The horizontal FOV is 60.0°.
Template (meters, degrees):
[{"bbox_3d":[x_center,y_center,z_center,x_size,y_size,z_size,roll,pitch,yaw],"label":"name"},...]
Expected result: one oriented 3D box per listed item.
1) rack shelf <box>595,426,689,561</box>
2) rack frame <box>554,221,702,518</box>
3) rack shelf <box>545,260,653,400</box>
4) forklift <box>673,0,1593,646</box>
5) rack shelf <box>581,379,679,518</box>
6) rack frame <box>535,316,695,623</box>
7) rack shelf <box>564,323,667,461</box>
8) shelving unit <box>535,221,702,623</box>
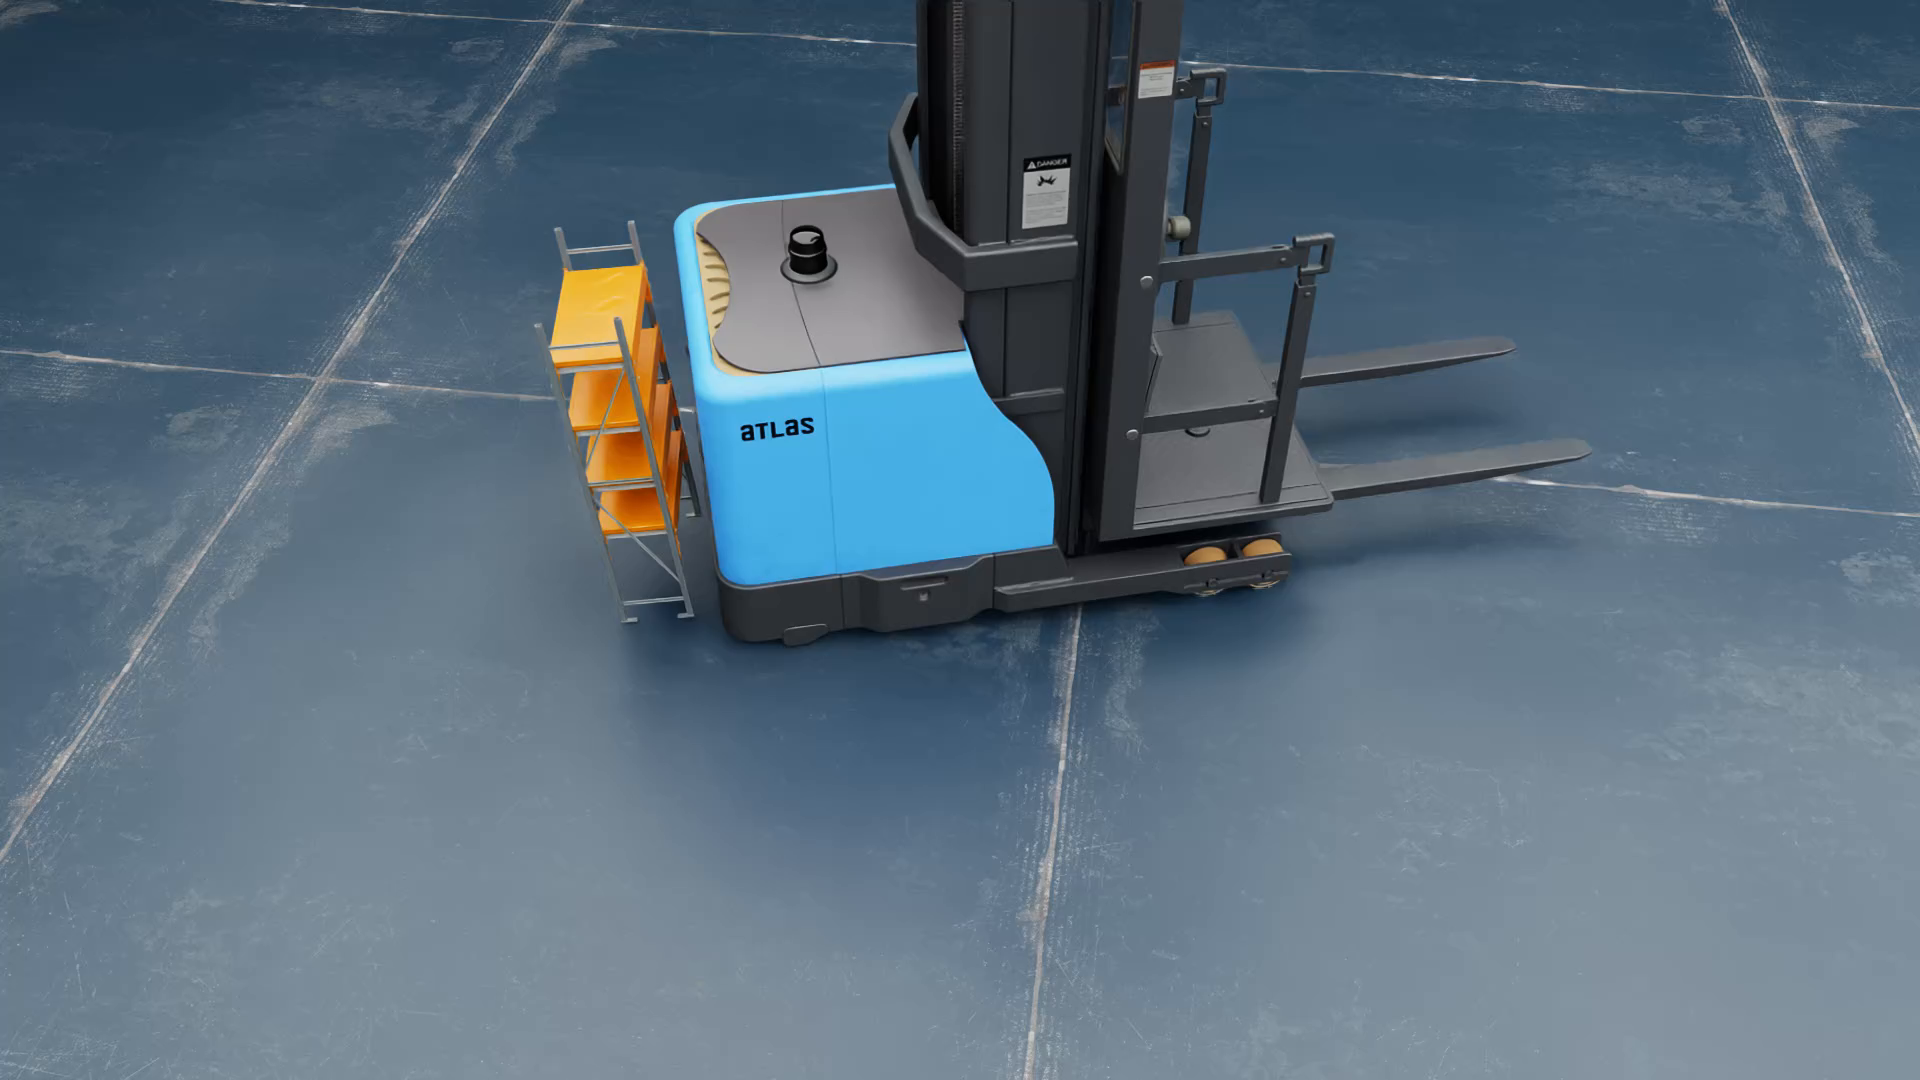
[{"bbox_3d":[-1.029,-0.151,5.411,0.258,0.148,0.480,-5,44,0],"label":"rack shelf"},{"bbox_3d":[-1.061,-0.510,5.405,0.240,1.200,0.015,-5,44,0],"label":"rack frame"},{"bbox_3d":[-1.069,-0.627,4.958,0.258,0.148,0.480,-5,44,0],"label":"rack shelf"},{"bbox_3d":[0.640,-1.229,4.917,3.031,2.935,1.130,-8,44,-8],"label":"forklift"},{"bbox_3d":[-1.041,-0.294,5.275,0.258,0.148,0.480,-5,44,0],"label":"rack shelf"},{"bbox_3d":[-1.029,-0.176,5.051,0.240,1.200,0.015,-5,44,0],"label":"rack frame"},{"bbox_3d":[-1.055,-0.456,5.120,0.258,0.148,0.480,-5,44,0],"label":"rack shelf"},{"bbox_3d":[-1.045,-0.343,5.228,0.258,1.200,0.503,-5,44,0],"label":"shelving unit"}]
